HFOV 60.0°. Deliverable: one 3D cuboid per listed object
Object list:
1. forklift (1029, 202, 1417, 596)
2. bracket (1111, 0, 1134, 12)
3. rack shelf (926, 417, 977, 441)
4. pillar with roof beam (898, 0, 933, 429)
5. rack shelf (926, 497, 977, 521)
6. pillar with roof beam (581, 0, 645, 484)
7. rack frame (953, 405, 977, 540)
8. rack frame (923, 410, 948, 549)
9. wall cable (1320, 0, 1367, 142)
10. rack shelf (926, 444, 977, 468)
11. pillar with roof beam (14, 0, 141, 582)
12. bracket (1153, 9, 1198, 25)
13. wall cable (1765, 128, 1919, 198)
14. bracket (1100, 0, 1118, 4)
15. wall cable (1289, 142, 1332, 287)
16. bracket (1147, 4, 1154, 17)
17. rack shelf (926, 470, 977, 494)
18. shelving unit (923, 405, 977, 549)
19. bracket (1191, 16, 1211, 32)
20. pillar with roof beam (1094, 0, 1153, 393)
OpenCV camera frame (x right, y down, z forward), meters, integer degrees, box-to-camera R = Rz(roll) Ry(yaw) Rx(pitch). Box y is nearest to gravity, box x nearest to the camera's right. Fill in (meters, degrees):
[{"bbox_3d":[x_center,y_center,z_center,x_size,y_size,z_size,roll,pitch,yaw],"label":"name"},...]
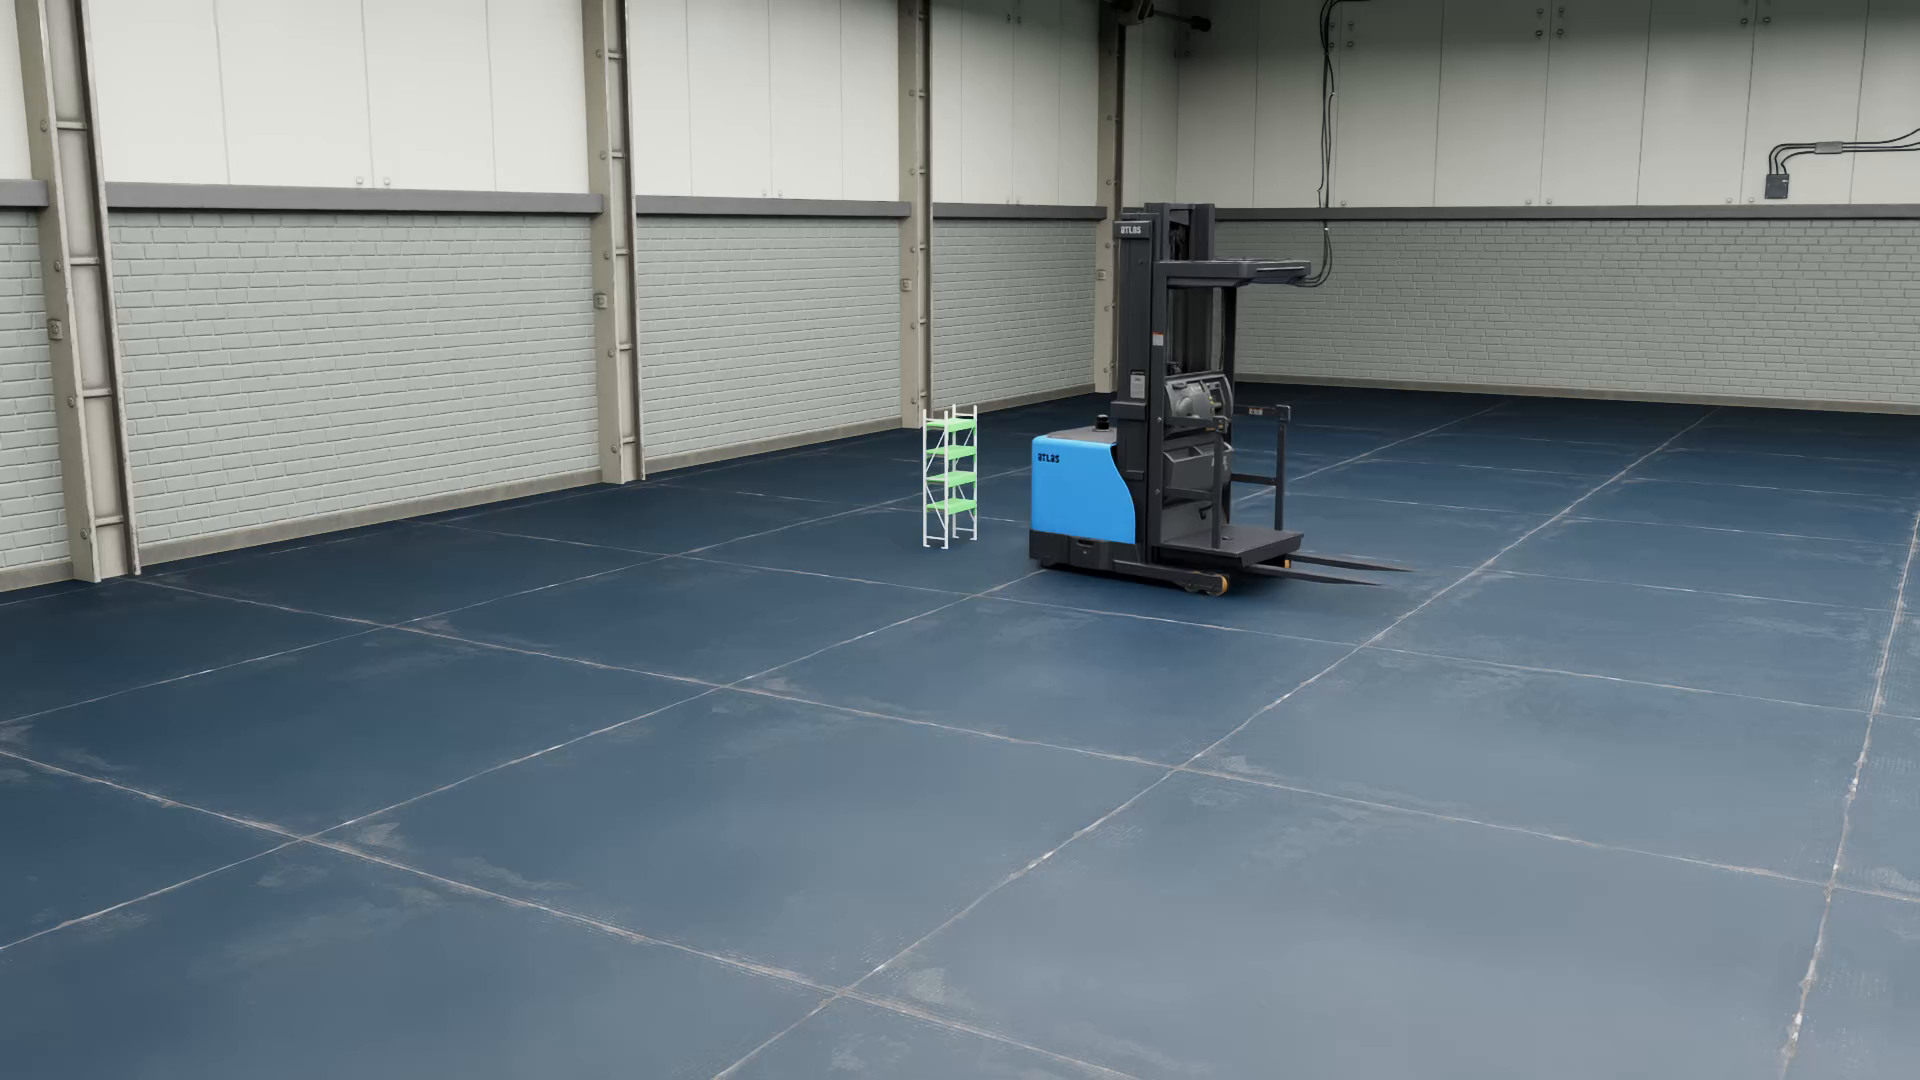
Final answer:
[{"bbox_3d":[2.037,-1.125,12.912,3.031,2.935,1.130,8,14,38],"label":"forklift"},{"bbox_3d":[2.597,-8.635,26.758,0.235,0.232,0.430,6,12,31],"label":"bracket"},{"bbox_3d":[-0.086,-0.973,14.543,0.258,0.148,0.480,6,12,31],"label":"rack shelf"},{"bbox_3d":[3.073,-5.610,20.382,9.100,9.000,0.400,6,12,31],"label":"pillar with roof beam"},{"bbox_3d":[-0.086,-0.265,14.675,0.258,0.148,0.480,6,12,31],"label":"rack shelf"},{"bbox_3d":[-0.042,-4.667,15.341,9.100,9.000,0.400,6,12,31],"label":"pillar with roof beam"},{"bbox_3d":[0.041,-0.602,14.824,0.240,1.200,0.015,6,12,31],"label":"rack frame"},{"bbox_3d":[-0.213,-0.525,14.414,0.240,1.200,0.015,6,12,31],"label":"rack frame"},{"bbox_3d":[7.481,-8.000,27.859,3.097,2.526,0.112,6,12,31],"label":"wall cable"},{"bbox_3d":[-0.086,-0.737,14.587,0.258,0.148,0.480,6,12,31],"label":"rack shelf"},{"bbox_3d":[-3.157,-3.723,10.301,9.100,9.000,0.400,6,12,31],"label":"pillar with roof beam"},{"bbox_3d":[3.951,-9.046,28.950,0.076,0.066,3.189,6,12,31],"label":"bracket"},{"bbox_3d":[13.274,-8.064,24.248,2.305,6.003,0.169,6,12,31],"label":"wall cable"},{"bbox_3d":[1.259,-8.230,24.593,0.076,0.066,4.783,6,12,31],"label":"bracket"},{"bbox_3d":[5.168,-5.776,29.705,3.097,2.526,0.112,6,12,31],"label":"wall cable"},{"bbox_3d":[3.028,-8.766,27.455,0.235,0.232,0.430,6,12,31],"label":"bracket"},{"bbox_3d":[-0.086,-0.501,14.631,0.258,0.148,0.480,6,12,31],"label":"rack shelf"},{"bbox_3d":[-0.086,-0.564,14.619,0.258,1.200,0.503,6,12,31],"label":"shelving unit"},{"bbox_3d":[4.258,-9.139,29.446,0.235,0.232,0.430,6,12,31],"label":"bracket"},{"bbox_3d":[6.188,-6.554,25.422,9.100,9.000,0.548,6,12,31],"label":"pillar with roof beam"}]
